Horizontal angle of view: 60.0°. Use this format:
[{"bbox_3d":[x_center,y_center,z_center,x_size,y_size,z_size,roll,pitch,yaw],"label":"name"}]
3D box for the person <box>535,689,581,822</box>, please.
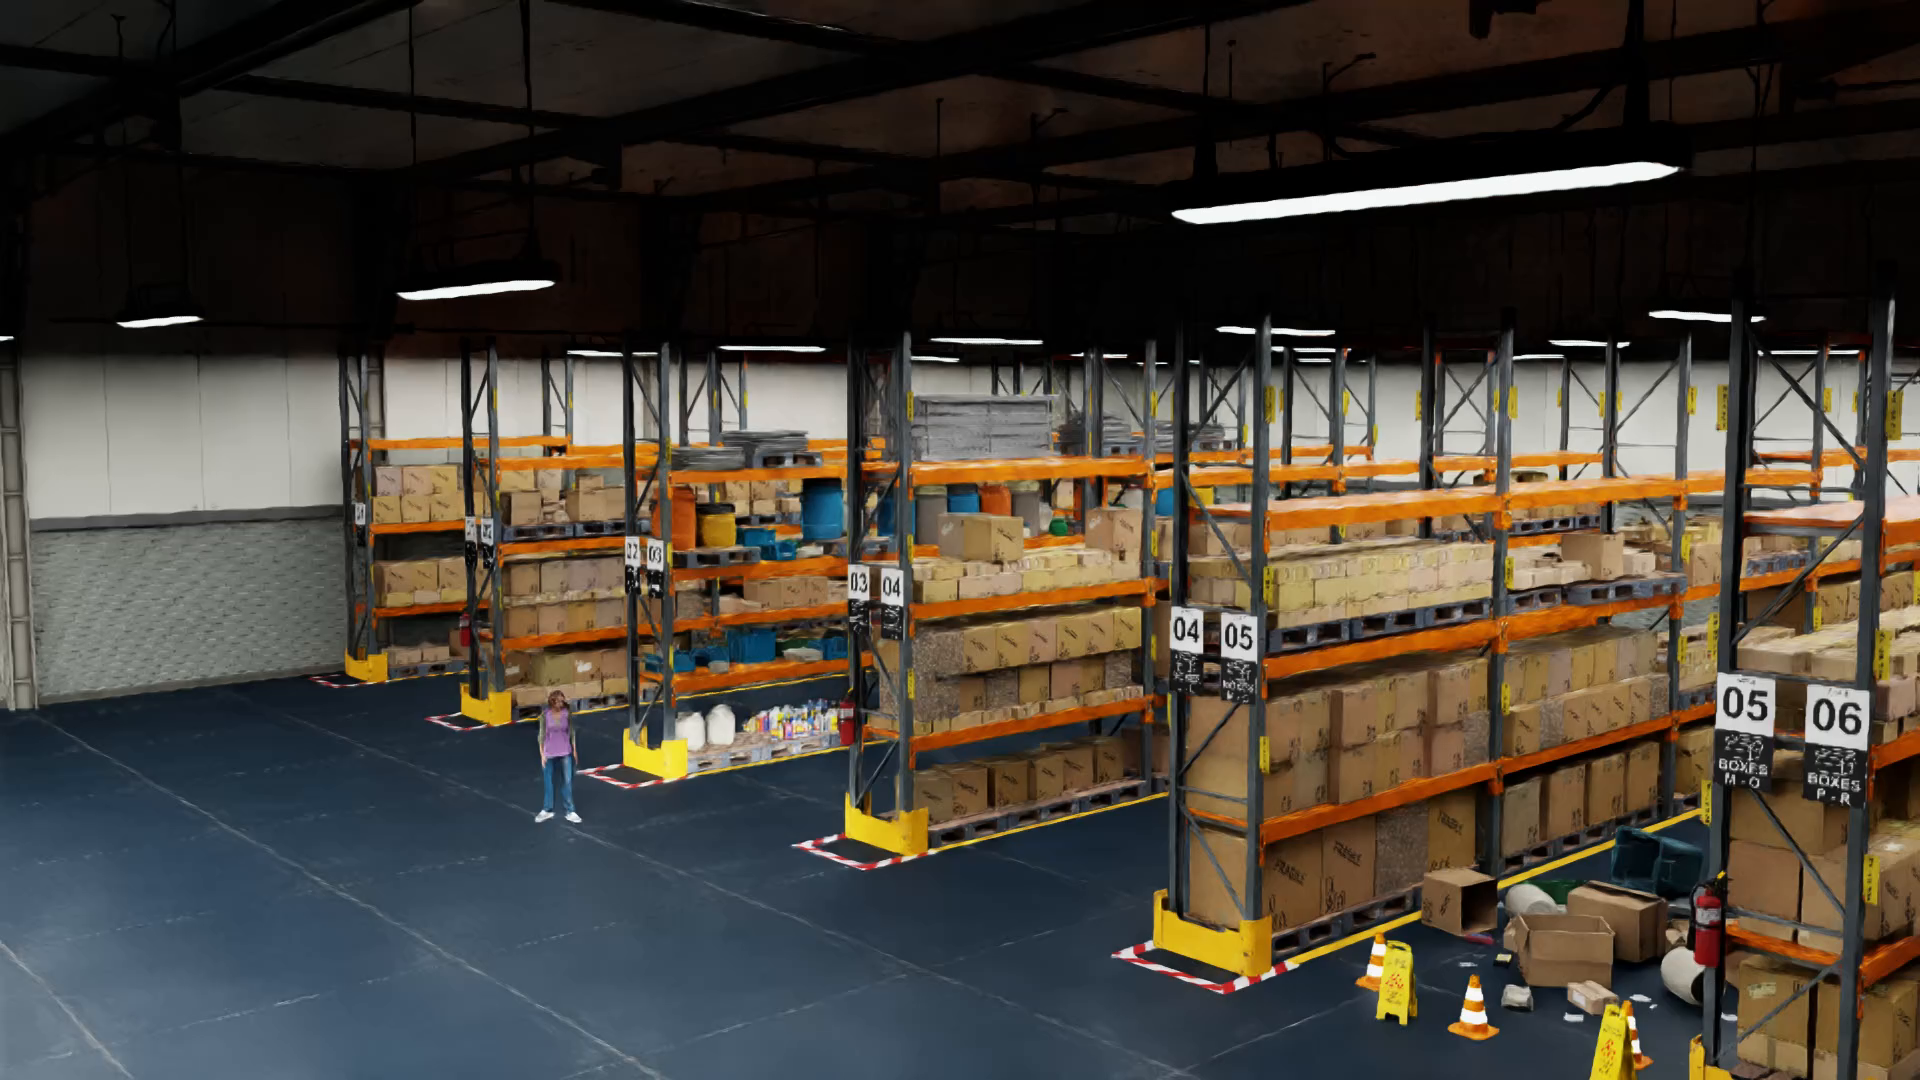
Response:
[{"bbox_3d":[-4.841,2.579,19.925,0.522,1.599,0.422,-2,5,-21],"label":"person"}]
